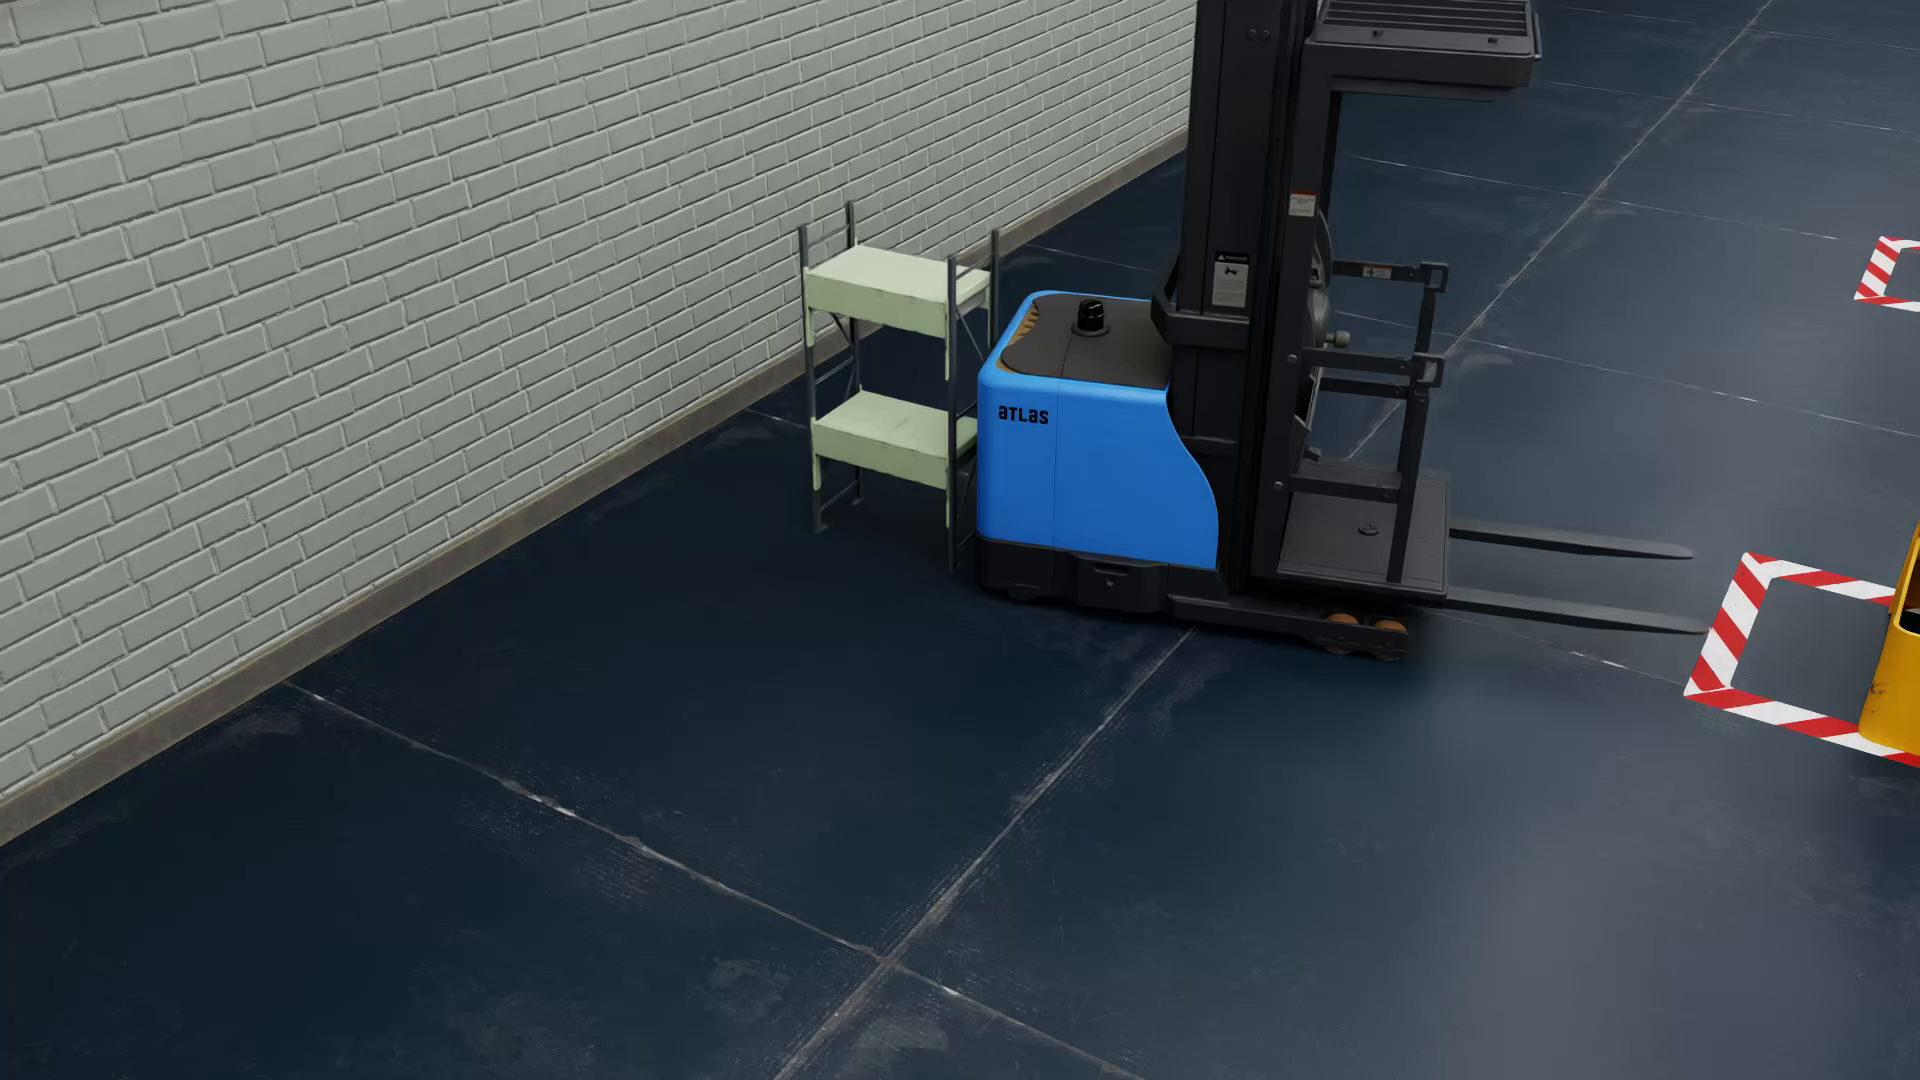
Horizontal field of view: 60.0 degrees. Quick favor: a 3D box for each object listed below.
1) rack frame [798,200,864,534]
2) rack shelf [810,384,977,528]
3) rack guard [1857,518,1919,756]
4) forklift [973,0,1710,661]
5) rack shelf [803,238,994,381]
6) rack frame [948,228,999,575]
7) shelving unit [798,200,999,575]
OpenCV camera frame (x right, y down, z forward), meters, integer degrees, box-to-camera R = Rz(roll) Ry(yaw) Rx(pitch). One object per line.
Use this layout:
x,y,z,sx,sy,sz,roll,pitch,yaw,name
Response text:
-0.578,-0.765,7.572,0.023,1.500,0.400,16,34,25,rack frame
-0.260,-0.391,7.580,0.720,0.370,0.431,16,34,25,rack shelf
3.925,0.344,6.664,0.348,0.500,1.175,18,35,27,rack guard
1.633,-1.063,6.664,3.031,2.935,1.130,8,31,13,forklift
-0.260,-1.010,7.219,0.720,0.370,0.431,16,34,25,rack shelf
0.058,-0.581,7.258,0.023,1.500,0.400,16,34,25,rack frame
-0.260,-0.673,7.415,0.755,1.500,0.431,16,34,25,shelving unit
